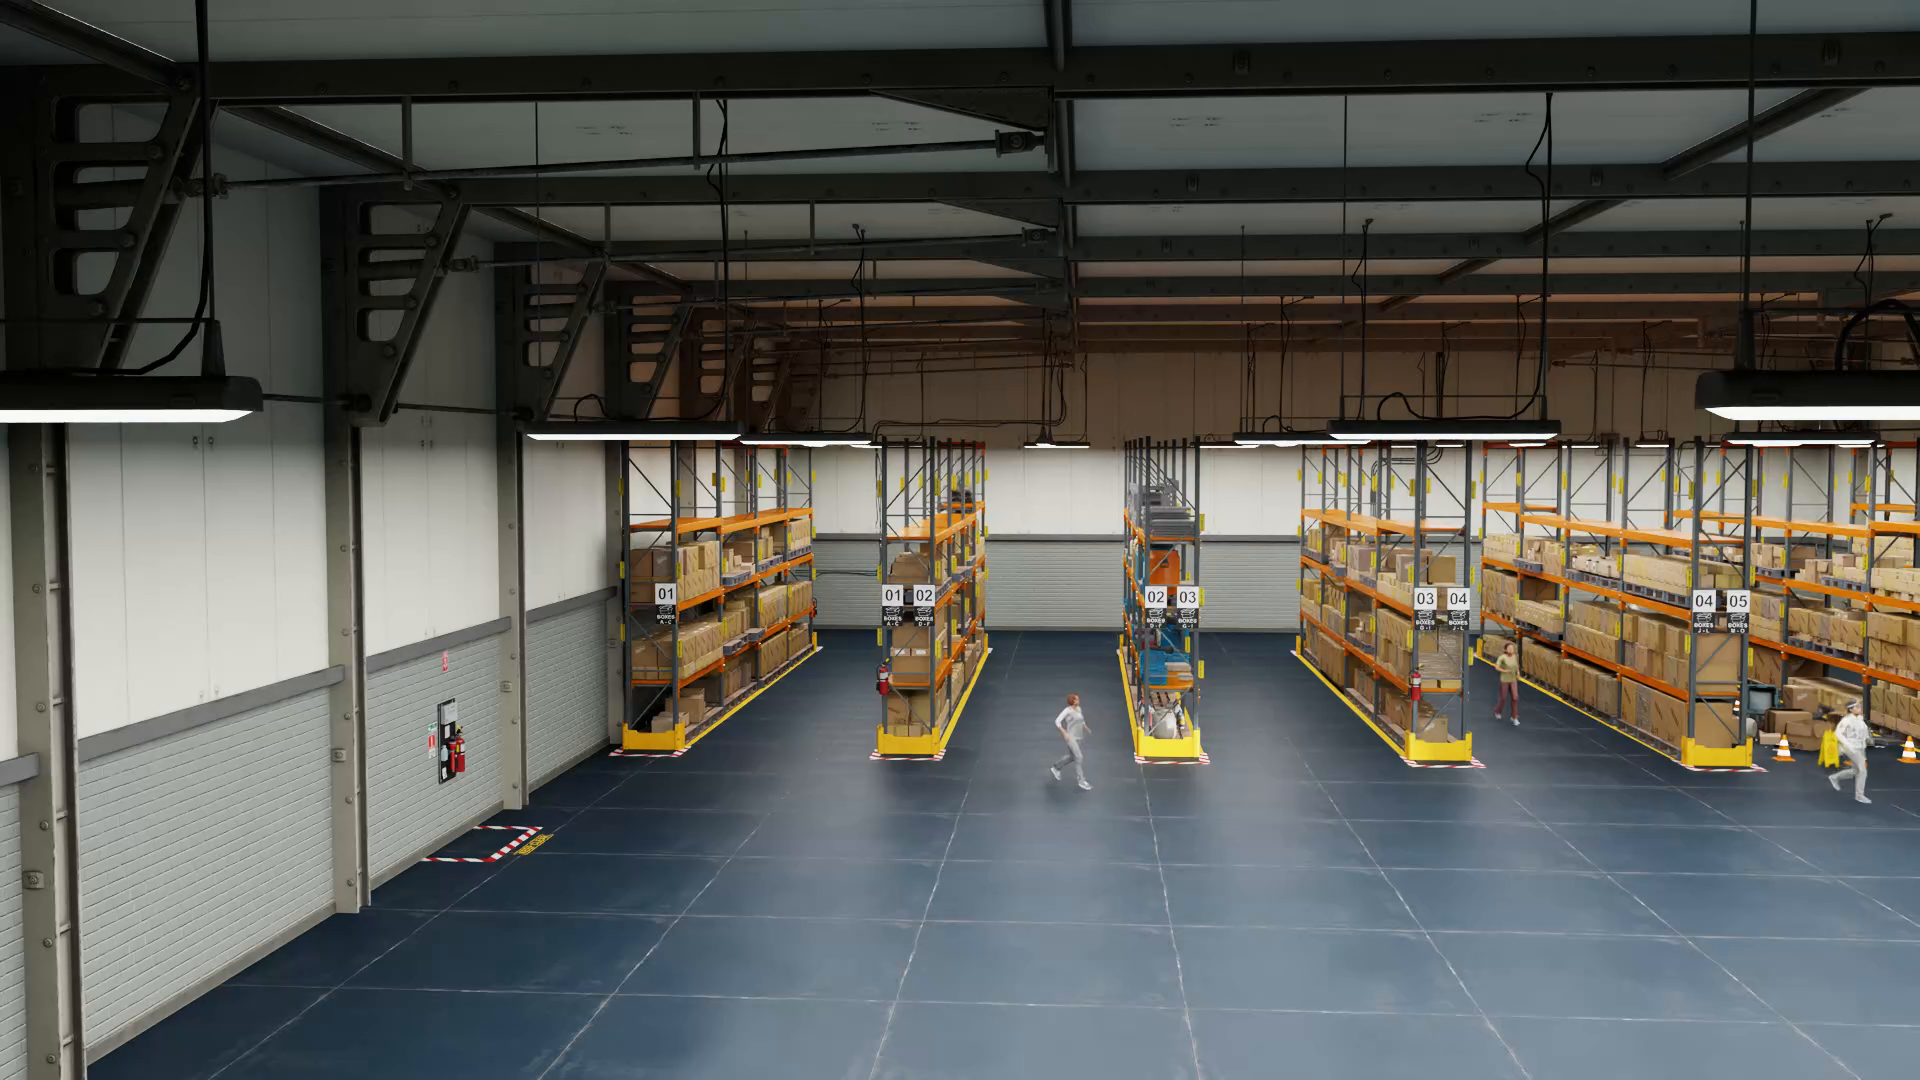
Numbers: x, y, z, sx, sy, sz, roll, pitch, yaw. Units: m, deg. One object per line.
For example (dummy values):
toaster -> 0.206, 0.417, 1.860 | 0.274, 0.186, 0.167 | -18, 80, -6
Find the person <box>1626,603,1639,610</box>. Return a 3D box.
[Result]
person -> 19.188, 2.358, 47.387 | 0.690, 1.736, 0.607 | 0, 3, 7

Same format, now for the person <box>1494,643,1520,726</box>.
person -> 11.536, 3.011, 35.043 | 0.594, 1.717, 0.819 | 0, 3, -9

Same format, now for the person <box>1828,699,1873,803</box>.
person -> 14.649, 3.432, 27.317 | 0.612, 1.693, 0.725 | -2, 4, -32

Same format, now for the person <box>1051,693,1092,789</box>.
person -> 1.897, 3.396, 28.313 | 0.861, 1.597, 0.549 | 2, 4, 36
